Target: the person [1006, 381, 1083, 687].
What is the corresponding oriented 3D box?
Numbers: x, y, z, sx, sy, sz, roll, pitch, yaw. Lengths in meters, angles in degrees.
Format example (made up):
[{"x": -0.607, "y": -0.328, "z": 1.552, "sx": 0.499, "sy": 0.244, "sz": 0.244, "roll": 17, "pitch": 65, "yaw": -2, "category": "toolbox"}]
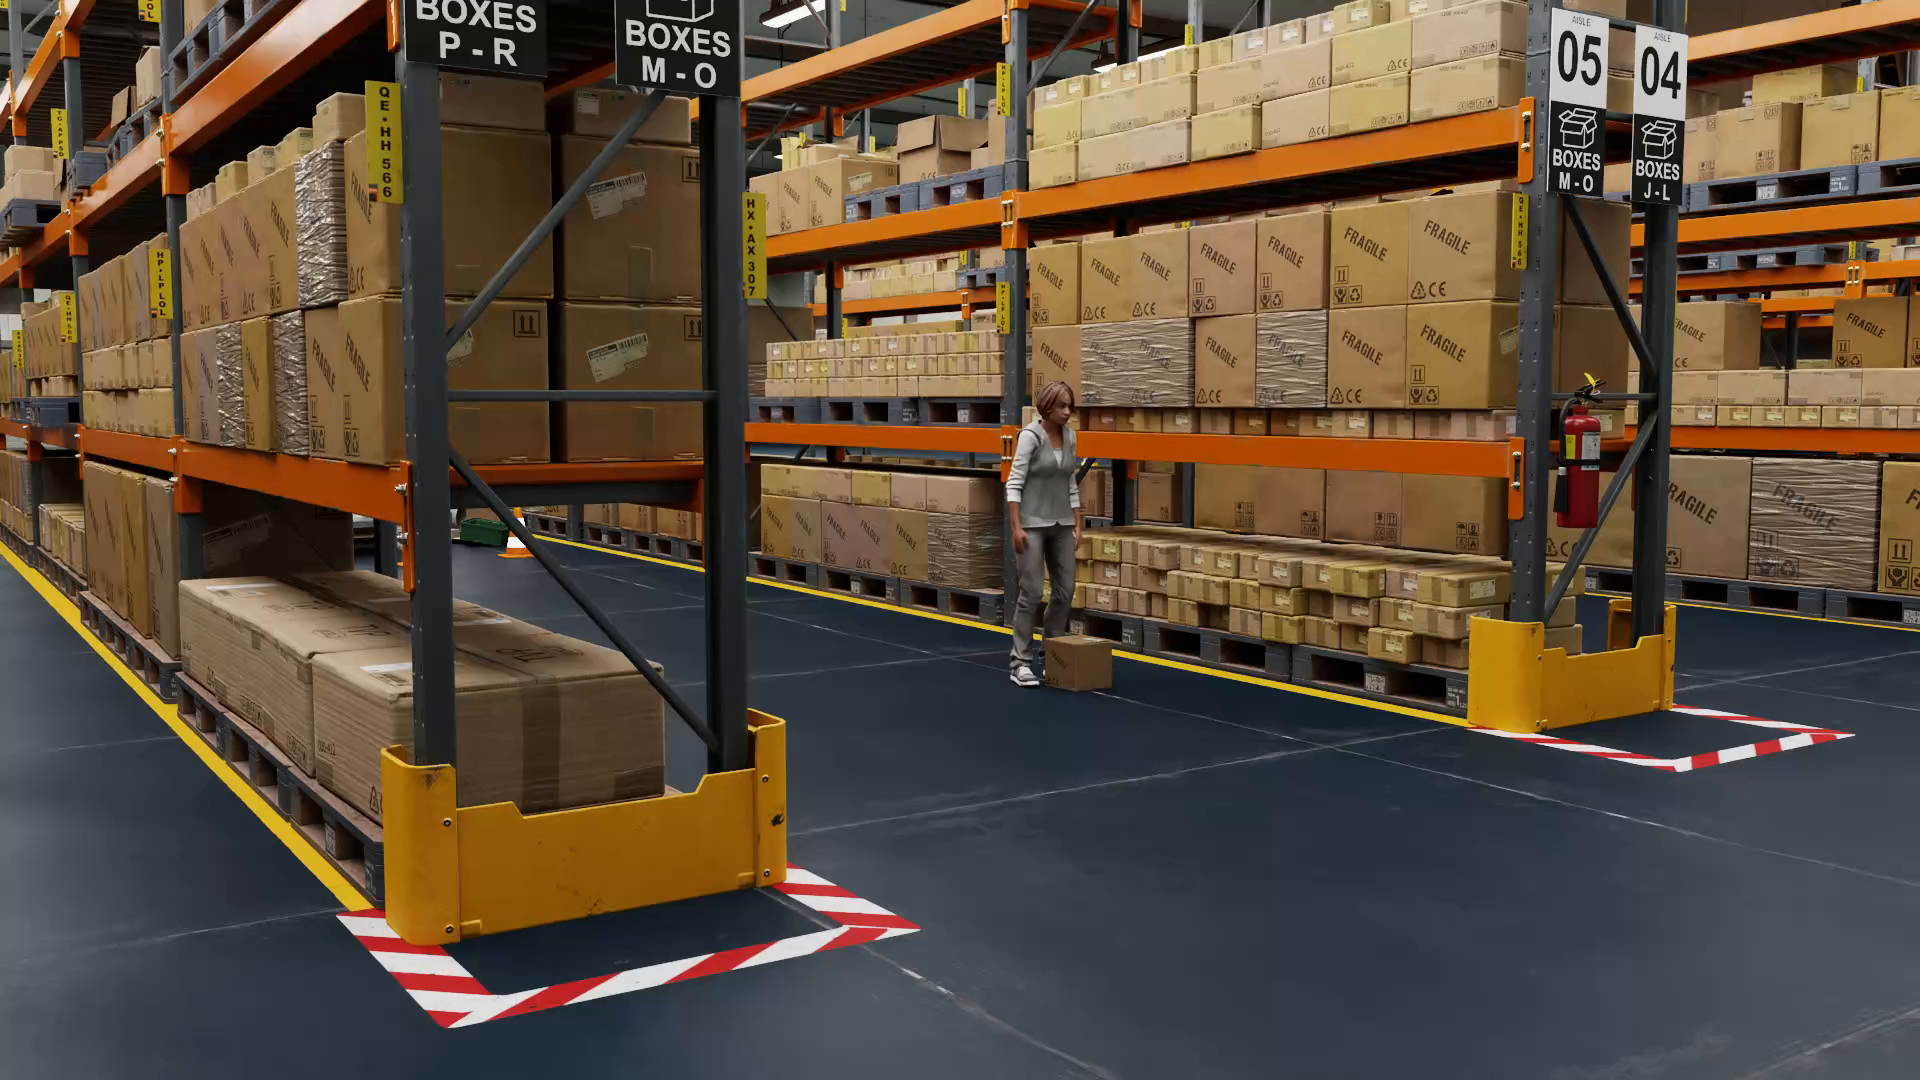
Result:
[{"x": 0.454, "y": -0.042, "z": 8.800, "sx": 0.460, "sy": 1.593, "sz": 0.348, "roll": -3, "pitch": 6, "yaw": -35, "category": "person"}]
